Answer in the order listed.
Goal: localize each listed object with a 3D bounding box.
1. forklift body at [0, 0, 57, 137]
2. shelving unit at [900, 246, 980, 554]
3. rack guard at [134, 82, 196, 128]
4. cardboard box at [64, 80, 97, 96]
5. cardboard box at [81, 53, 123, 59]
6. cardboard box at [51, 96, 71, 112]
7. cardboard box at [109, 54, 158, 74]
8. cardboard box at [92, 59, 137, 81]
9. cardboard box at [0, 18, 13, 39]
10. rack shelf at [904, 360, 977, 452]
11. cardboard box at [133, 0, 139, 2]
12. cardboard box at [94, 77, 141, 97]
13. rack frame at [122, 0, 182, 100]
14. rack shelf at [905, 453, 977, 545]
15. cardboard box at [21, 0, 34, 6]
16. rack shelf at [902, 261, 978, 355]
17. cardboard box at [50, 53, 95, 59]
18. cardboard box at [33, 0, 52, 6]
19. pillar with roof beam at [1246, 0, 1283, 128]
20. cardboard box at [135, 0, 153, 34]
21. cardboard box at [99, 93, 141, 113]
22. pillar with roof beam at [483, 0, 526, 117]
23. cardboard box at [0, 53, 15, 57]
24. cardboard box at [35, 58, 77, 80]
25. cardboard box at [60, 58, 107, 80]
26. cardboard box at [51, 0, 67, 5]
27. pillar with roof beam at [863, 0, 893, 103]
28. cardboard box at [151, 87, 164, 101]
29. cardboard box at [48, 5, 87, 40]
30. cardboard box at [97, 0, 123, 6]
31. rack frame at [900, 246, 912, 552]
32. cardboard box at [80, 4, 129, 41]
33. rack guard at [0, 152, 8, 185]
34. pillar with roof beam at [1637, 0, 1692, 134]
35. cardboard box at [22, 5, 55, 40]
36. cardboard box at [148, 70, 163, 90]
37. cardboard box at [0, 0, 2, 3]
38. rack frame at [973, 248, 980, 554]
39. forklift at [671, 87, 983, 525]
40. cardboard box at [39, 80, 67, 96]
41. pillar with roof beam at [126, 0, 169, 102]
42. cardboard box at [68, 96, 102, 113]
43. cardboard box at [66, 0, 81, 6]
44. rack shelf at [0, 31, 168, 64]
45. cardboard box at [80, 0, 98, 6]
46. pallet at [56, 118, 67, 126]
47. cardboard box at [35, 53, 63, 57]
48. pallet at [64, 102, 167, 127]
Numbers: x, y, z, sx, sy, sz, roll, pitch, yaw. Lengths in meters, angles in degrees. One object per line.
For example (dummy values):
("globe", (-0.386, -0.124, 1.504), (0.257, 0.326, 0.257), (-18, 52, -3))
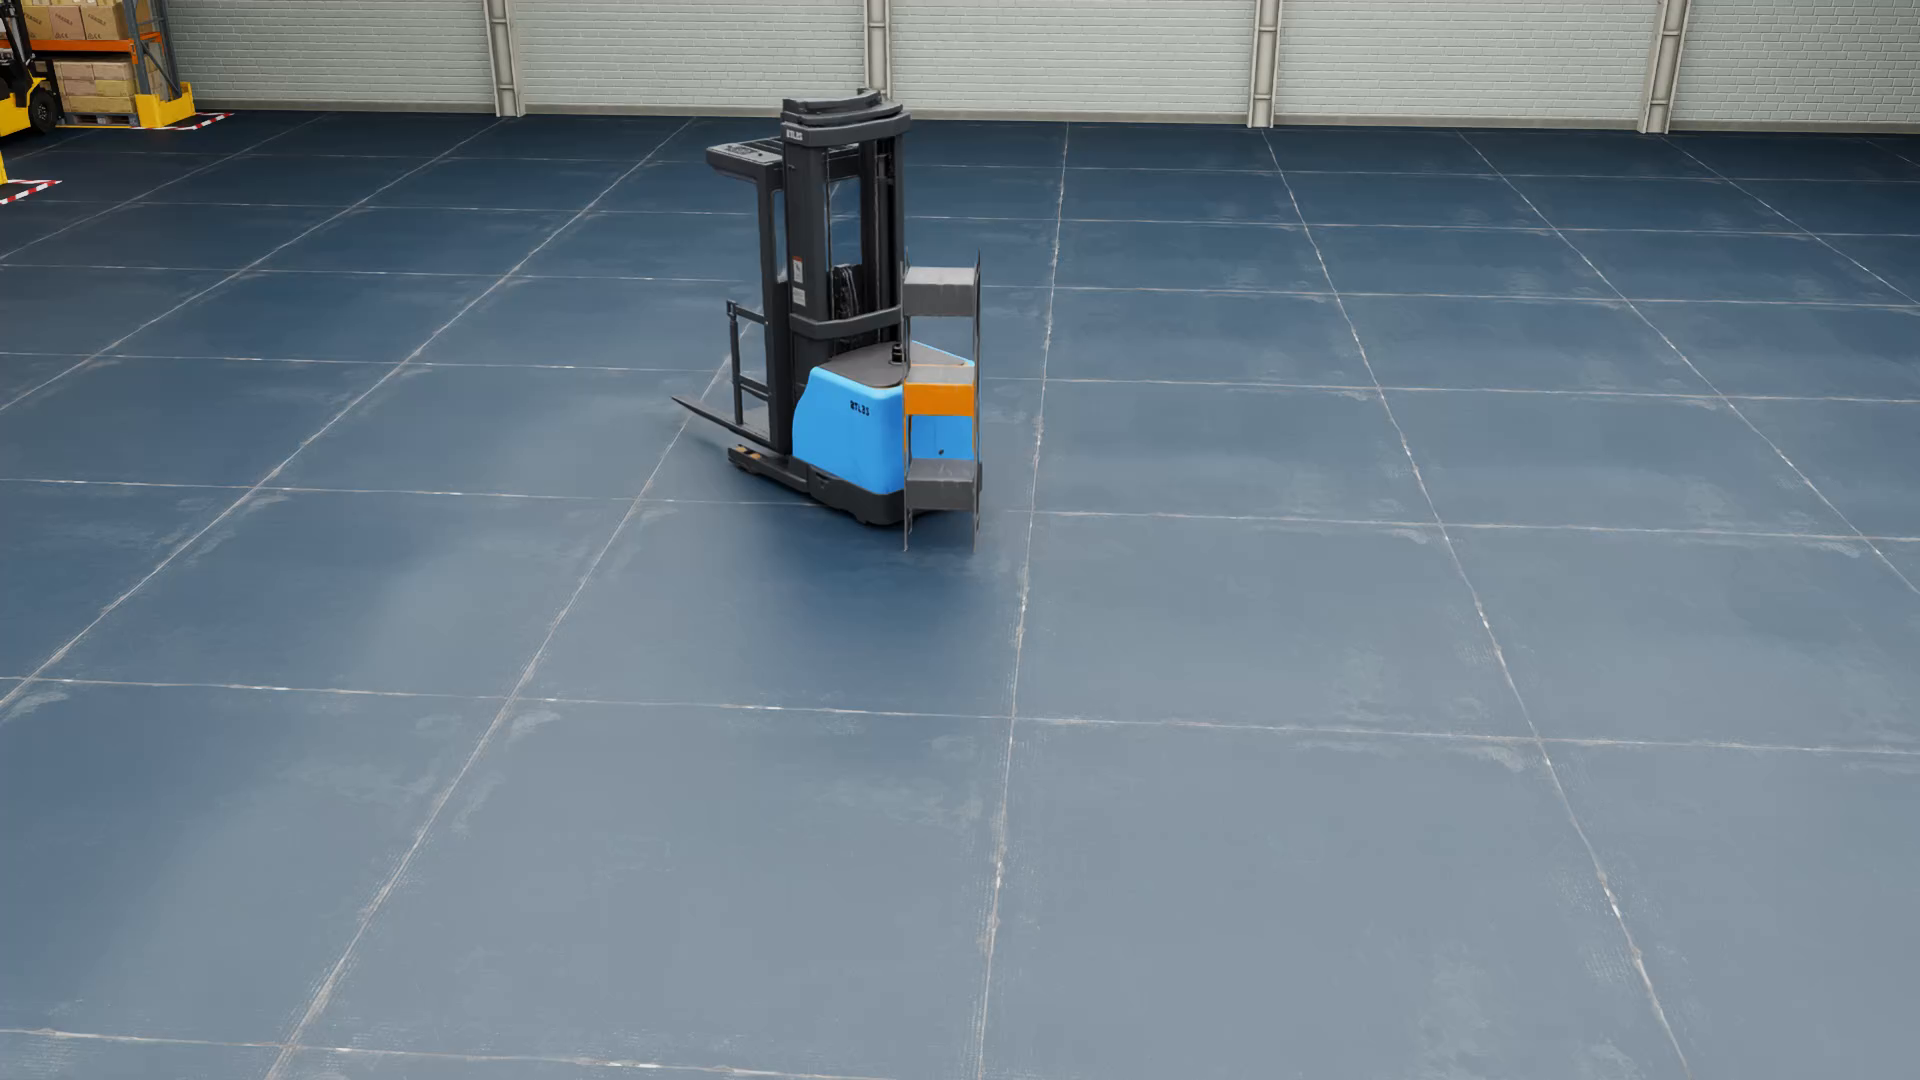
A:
("forklift body", (-14.651, -6.955, 24.504), (1.214, 2.155, 2.313), (2, 25, 4))
("shelving unit", (-0.127, -0.942, 11.498), (0.503, 2.100, 0.431), (2, 25, 4))
("rack guard", (-12.597, -6.904, 26.368), (0.348, 0.500, 1.175), (2, 25, 4))
("cardboard box", (-13.629, -7.115, 26.025), (0.500, 0.250, 0.500), (2, 25, 3))
("cardboard box", (-13.584, -7.545, 26.361), (0.500, 0.250, 0.500), (2, 25, 4))
("cardboard box", (-14.106, -6.905, 26.166), (0.500, 0.250, 0.500), (2, 25, 5))
("cardboard box", (-13.085, -7.531, 26.330), (0.500, 0.250, 0.500), (1, 25, 3))
("cardboard box", (-13.104, -7.321, 25.874), (0.500, 0.250, 0.500), (3, 25, 6))
("cardboard box", (-14.661, -8.040, 25.727), (0.500, 0.500, 0.500), (2, 25, 4))
("rack shelf", (-0.127, -0.930, 11.503), (0.480, 0.518, 0.431), (2, 25, 4))
("cardboard box", (-12.939, -8.499, 25.949), (0.250, 0.149, 0.380), (1, 25, 3))
("cardboard box", (-13.130, -7.094, 25.980), (0.500, 0.250, 0.500), (2, 25, 3))
("rack frame", (-12.621, -8.040, 25.847), (0.127, 3.000, 1.000), (2, 25, 4))
("rack shelf", (-0.127, -0.294, 11.796), (0.480, 0.518, 0.431), (2, 25, 4))
("cardboard box", (-14.269, -8.306, 25.528), (0.250, 0.149, 0.380), (2, 25, 4))
("rack shelf", (-0.127, -1.566, 11.211), (0.480, 0.518, 0.431), (2, 25, 4))
("cardboard box", (-14.082, -7.565, 26.405), (0.500, 0.250, 0.500), (2, 25, 4))
("cardboard box", (-14.015, -8.306, 25.528), (0.250, 0.149, 0.380), (1, 25, 2))
("pillar with roof beam", (4.372, -8.793, 20.306), (0.400, 9.000, 9.100), (2, 25, 4))
("cardboard box", (-13.093, -8.217, 26.112), (0.500, 0.500, 0.500), (3, 25, 6))
("cardboard box", (-13.113, -6.865, 26.080), (0.500, 0.250, 0.500), (2, 25, 4))
("pillar with roof beam", (-7.593, -9.177, 21.141), (0.400, 9.000, 9.100), (2, 25, 4))
("cardboard box", (-15.094, -7.597, 26.475), (0.500, 0.250, 0.500), (2, 25, 4))
("cardboard box", (-14.117, -7.347, 25.930), (0.500, 0.250, 0.500), (2, 25, 5))
("cardboard box", (-13.613, -7.335, 25.904), (0.500, 0.250, 0.500), (2, 25, 5))
("cardboard box", (-13.745, -8.317, 25.552), (0.250, 0.149, 0.380), (2, 25, 4))
("pillar with roof beam", (-1.611, -8.985, 20.724), (0.400, 9.000, 9.100), (2, 25, 4))
("cardboard box", (-13.095, -7.079, 26.545), (0.500, 0.250, 0.500), (2, 25, 4))
("cardboard box", (-13.648, -8.013, 25.667), (0.500, 0.500, 0.500), (3, 25, 6))
("cardboard box", (-12.988, -8.275, 25.461), (0.250, 0.149, 0.380), (2, 25, 5))
("rack frame", (-0.370, -0.950, 11.513), (0.015, 2.100, 0.400), (2, 25, 4))
("cardboard box", (-13.131, -7.992, 25.622), (0.500, 0.500, 0.500), (1, 25, 3))
("rack guard", (-13.073, -4.838, 21.878), (0.348, 0.500, 1.175), (2, 25, 4))
("pillar with roof beam", (10.354, -8.601, 19.889), (0.400, 9.000, 9.100), (2, 25, 4))
("cardboard box", (-14.159, -8.029, 25.702), (0.500, 0.500, 0.500), (1, 25, 3))
("cardboard box", (-13.073, -7.311, 26.450), (0.500, 0.250, 0.500), (2, 25, 5))
("cardboard box", (-14.771, -8.331, 25.582), (0.250, 0.149, 0.380), (1, 25, 3))
("rack frame", (0.117, -0.935, 11.482), (0.015, 2.100, 0.400), (2, 25, 4))
("forklift", (-1.190, -1.972, 12.742), (1.130, 2.935, 3.031), (-21, 32, -37))
("cardboard box", (-14.145, -7.123, 26.041), (0.500, 0.250, 0.500), (1, 25, 3))
("pillar with roof beam", (-13.575, -9.369, 21.558), (0.400, 9.000, 9.100), (2, 25, 4))
("cardboard box", (-13.608, -6.885, 26.123), (0.500, 0.250, 0.500), (2, 25, 4))
("cardboard box", (-13.499, -8.304, 25.525), (0.250, 0.149, 0.380), (2, 25, 5))
("rack shelf", (-14.615, -7.778, 26.136), (4.000, 0.370, 1.077), (2, 25, 4))
("cardboard box", (-13.245, -8.271, 25.451), (0.250, 0.149, 0.380), (2, 25, 5))
("pallet", (-14.599, -6.821, 26.532), (1.213, 0.211, 1.003), (2, 25, 4))
("cardboard box", (-14.592, -7.585, 26.447), (0.500, 0.250, 0.500), (1, 25, 3))
("pallet", (-13.386, -6.781, 26.445), (1.213, 0.211, 1.003), (2, 25, 4))
